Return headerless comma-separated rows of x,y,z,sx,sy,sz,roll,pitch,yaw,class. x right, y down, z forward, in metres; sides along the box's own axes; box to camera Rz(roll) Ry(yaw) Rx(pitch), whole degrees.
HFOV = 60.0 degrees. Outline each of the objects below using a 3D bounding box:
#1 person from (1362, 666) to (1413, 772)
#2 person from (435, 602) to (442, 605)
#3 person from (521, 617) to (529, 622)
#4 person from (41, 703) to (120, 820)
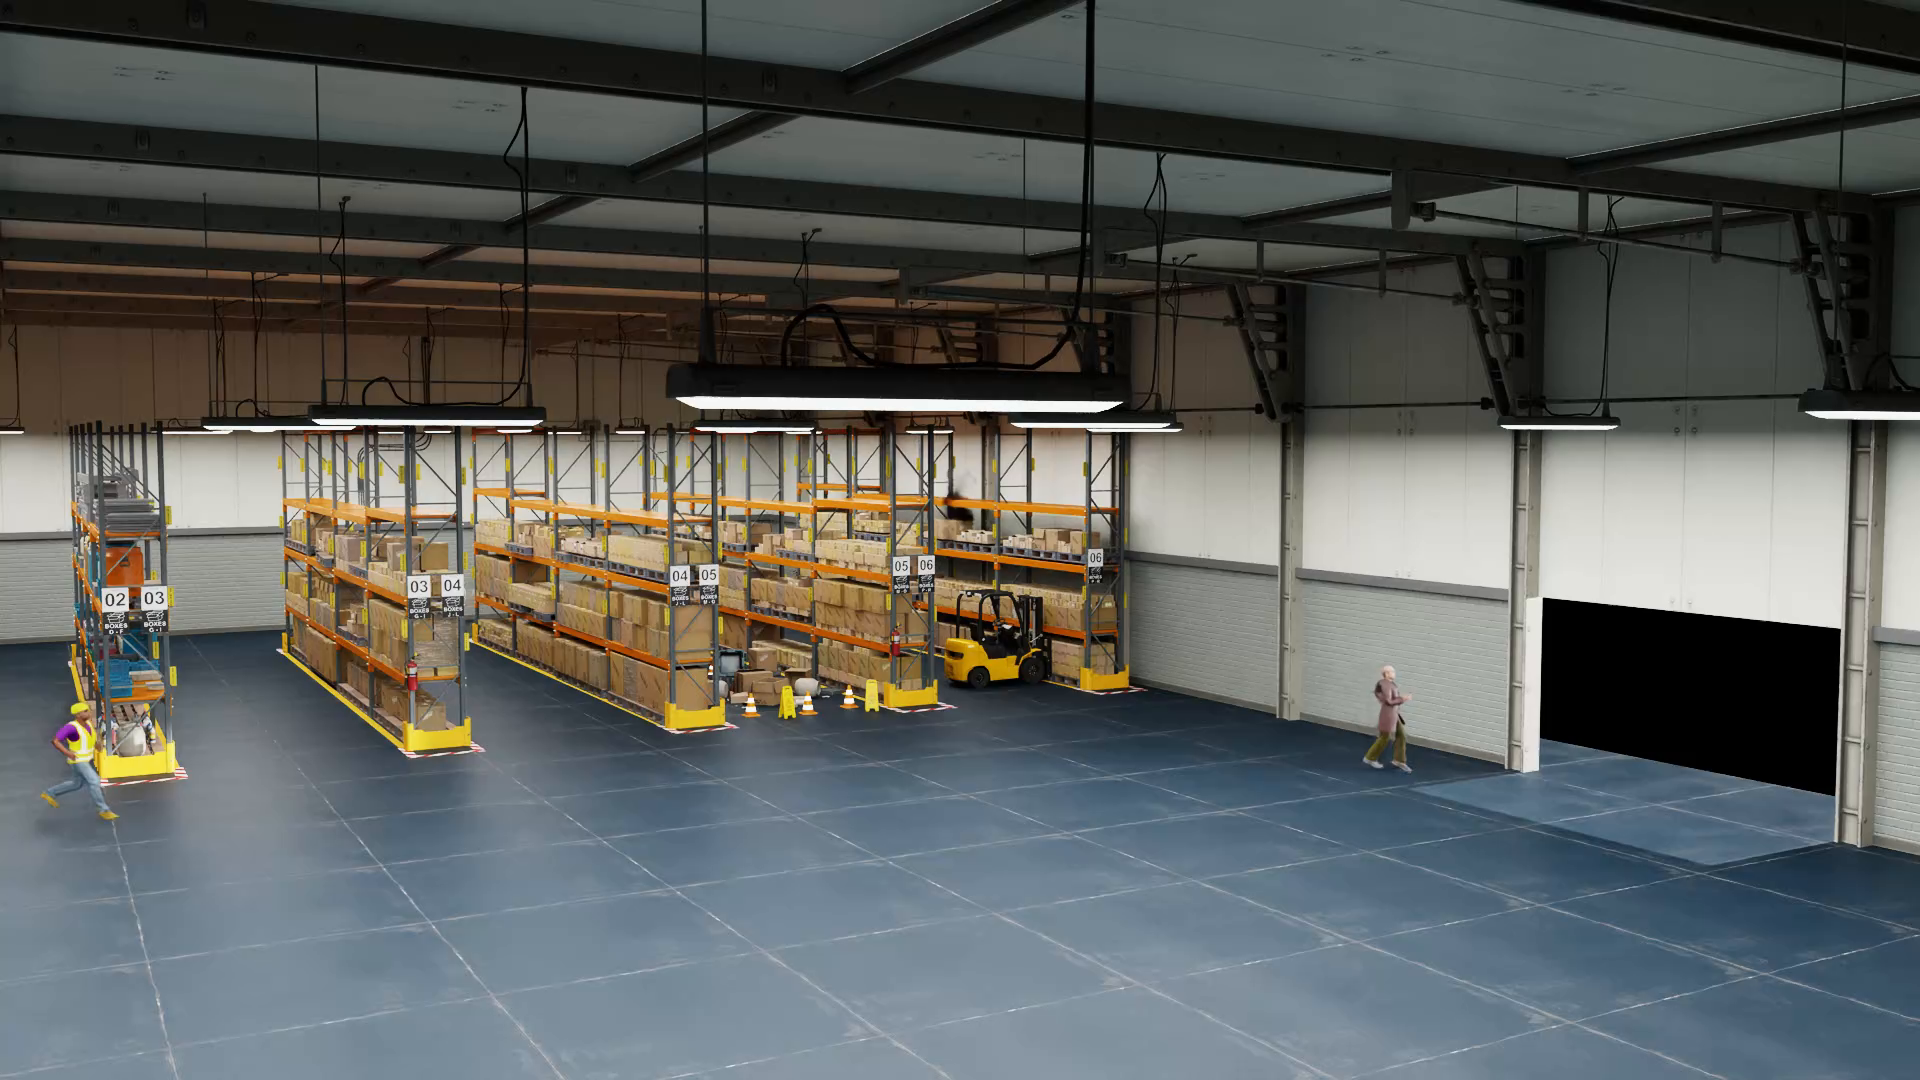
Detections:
7.327,3.062,28.464,0.830,1.831,0.685,2,4,23,person
-13.959,2.103,44.677,0.562,1.725,0.844,-2,4,-27,person
-12.815,1.927,48.265,0.599,1.714,0.690,1,4,14,person
-13.189,3.312,24.915,1.150,1.768,0.665,-1,4,-9,person
